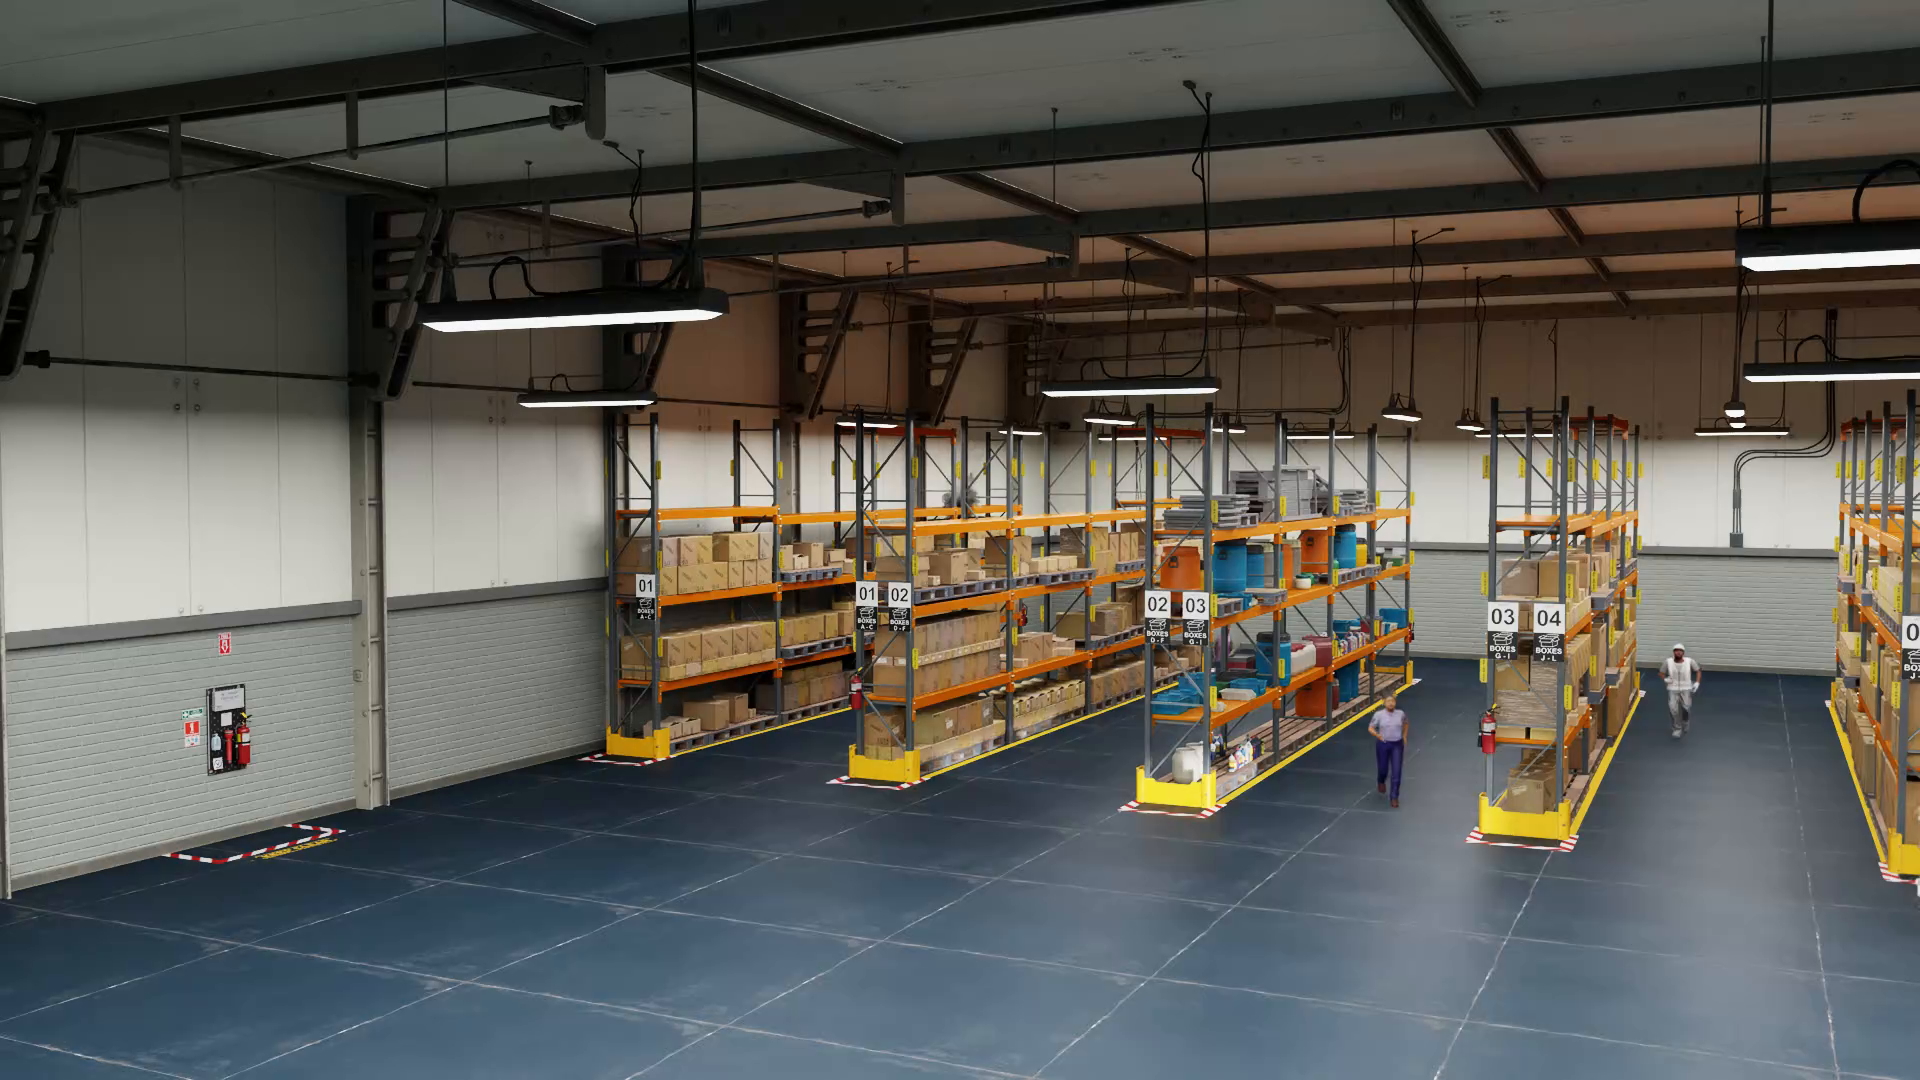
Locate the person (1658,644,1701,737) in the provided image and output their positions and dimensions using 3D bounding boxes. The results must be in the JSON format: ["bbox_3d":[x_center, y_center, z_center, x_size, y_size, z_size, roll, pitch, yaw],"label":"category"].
[{"bbox_3d":[13.431,2.817,31.056,0.739,1.744,0.544,1,3,24],"label":"person"}]

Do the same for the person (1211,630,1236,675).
[{"bbox_3d":[5.792,2.686,36.621,0.545,1.554,0.544,0,2,10],"label":"person"}]

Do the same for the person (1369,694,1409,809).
[{"bbox_3d":[6.452,3.135,24.994,0.613,1.647,0.900,0,2,7],"label":"person"}]
